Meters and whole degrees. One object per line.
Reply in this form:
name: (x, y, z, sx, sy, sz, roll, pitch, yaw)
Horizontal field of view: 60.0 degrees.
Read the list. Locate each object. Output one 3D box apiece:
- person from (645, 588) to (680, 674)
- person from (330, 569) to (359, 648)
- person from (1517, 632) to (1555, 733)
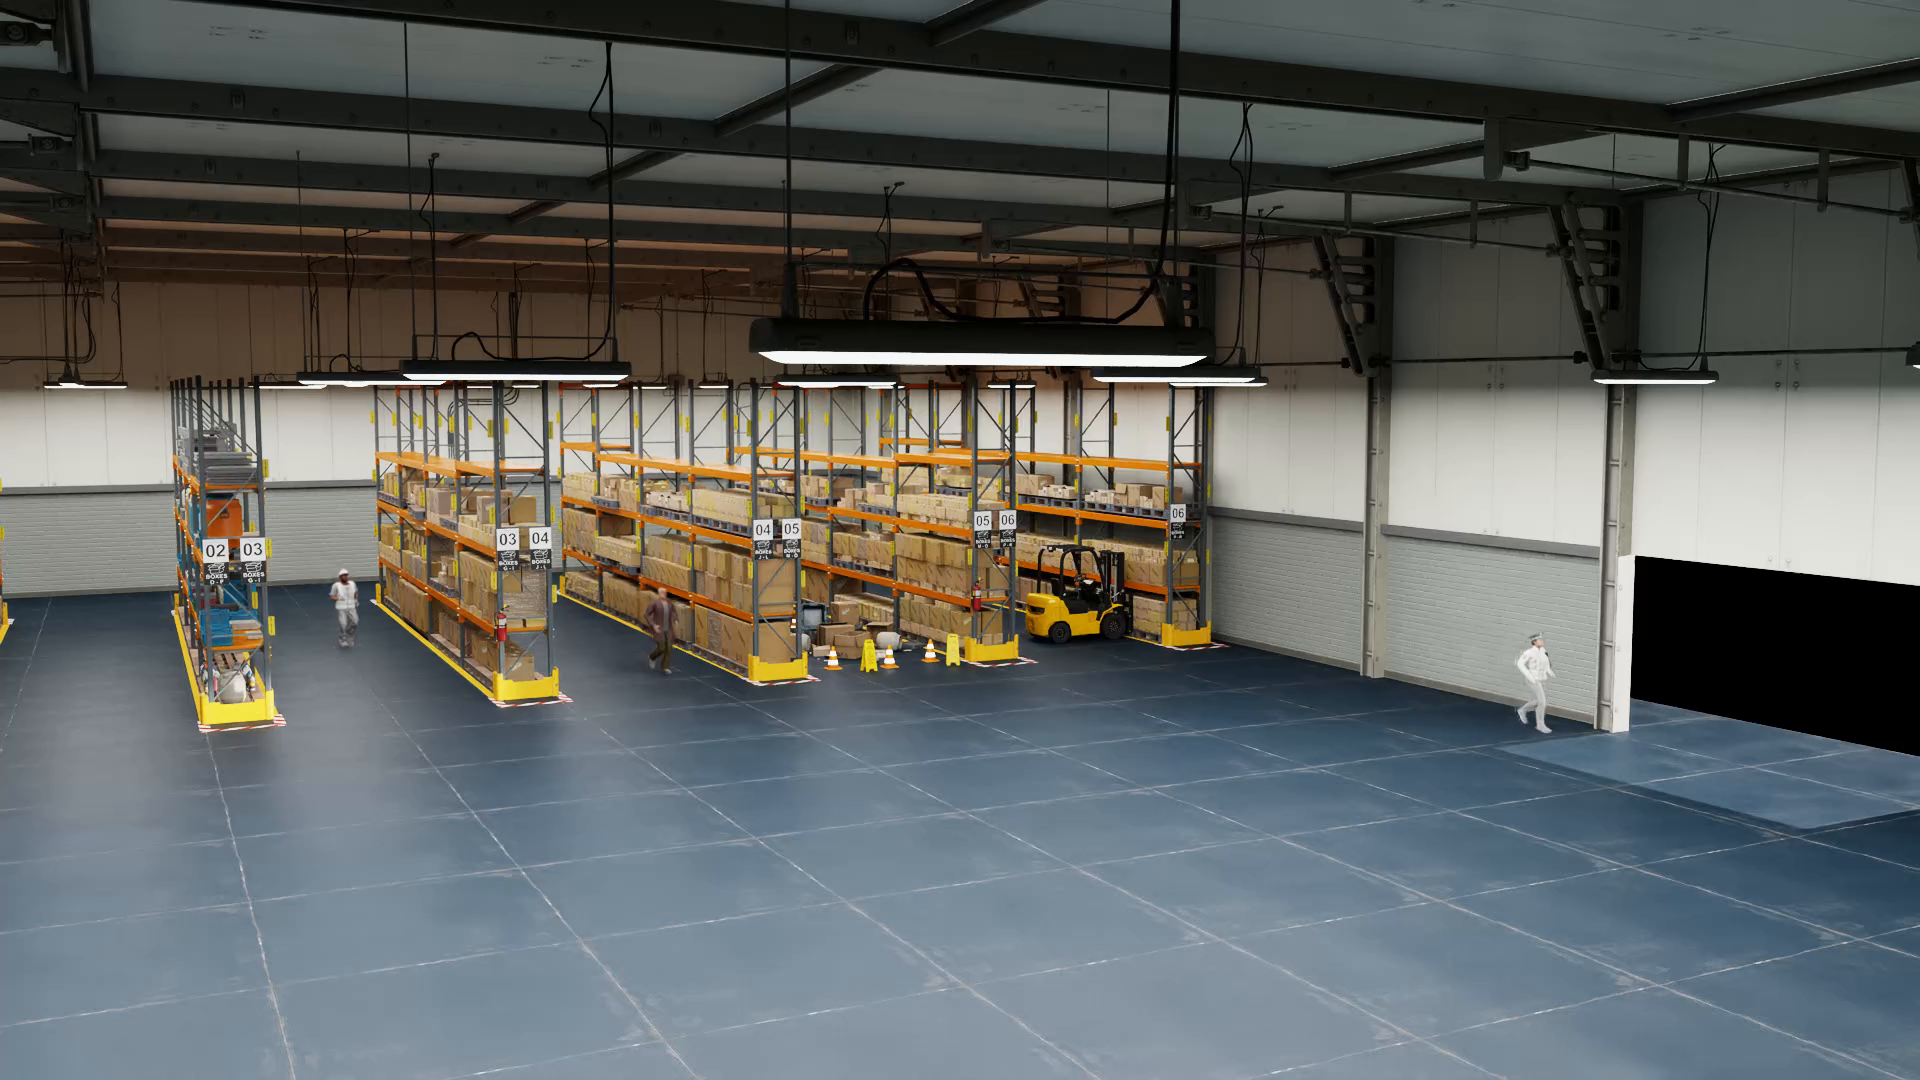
person: (-6.088, 1.839, 33.968, 0.736, 1.755, 0.683, -4, 7, -40)
person: (-13.680, 1.542, 37.116, 0.662, 1.767, 0.633, -4, 6, -38)
person: (9.725, 2.382, 28.176, 0.635, 1.692, 0.754, -3, 6, -34)
